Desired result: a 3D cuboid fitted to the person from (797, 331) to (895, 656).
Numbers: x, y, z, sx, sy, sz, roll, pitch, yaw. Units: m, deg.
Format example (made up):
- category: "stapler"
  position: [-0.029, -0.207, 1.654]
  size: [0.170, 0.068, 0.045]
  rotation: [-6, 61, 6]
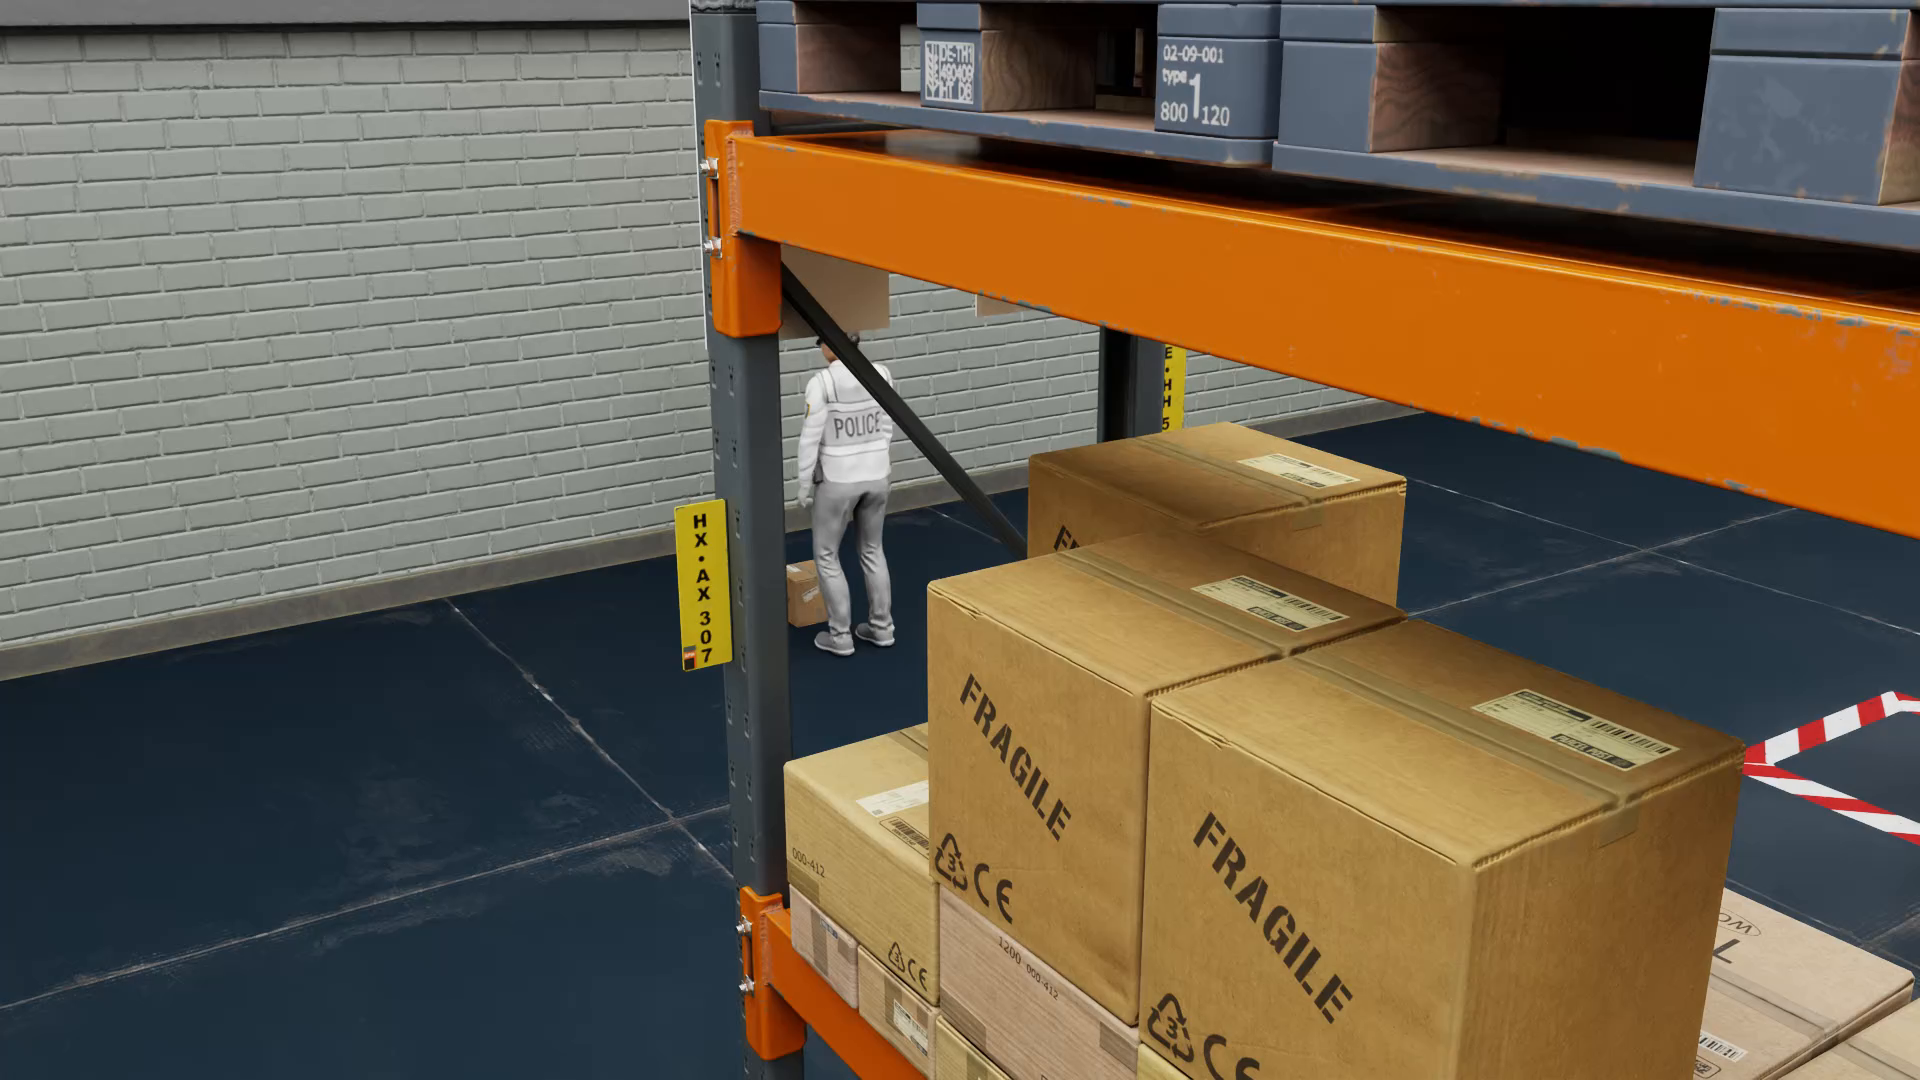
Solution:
- category: "person"
  position: [-0.544, -0.262, 7.885]
  size: [0.482, 1.654, 0.366]
  rotation: [-11, 21, -30]
